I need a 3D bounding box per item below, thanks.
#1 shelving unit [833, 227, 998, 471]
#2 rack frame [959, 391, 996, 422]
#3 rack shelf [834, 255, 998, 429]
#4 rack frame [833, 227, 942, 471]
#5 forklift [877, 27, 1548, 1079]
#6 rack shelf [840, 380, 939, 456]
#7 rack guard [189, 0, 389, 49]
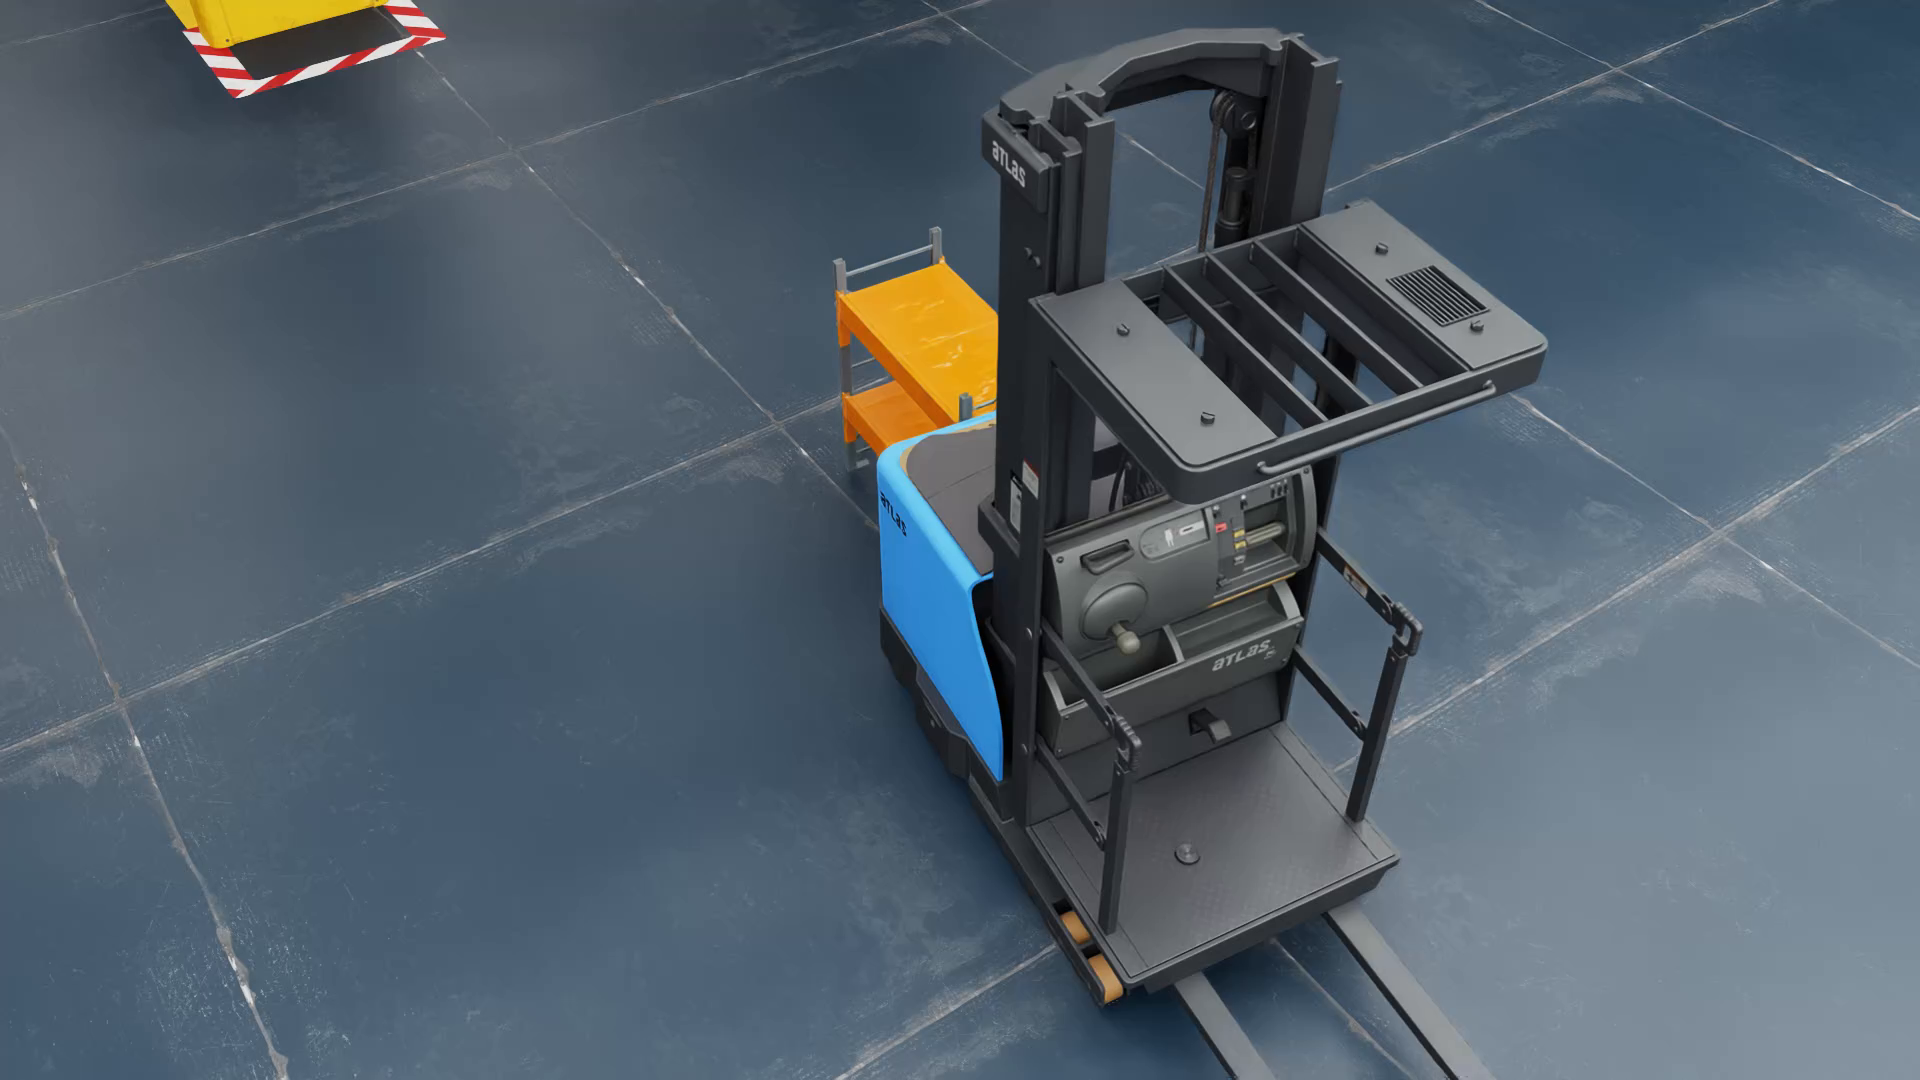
[{"bbox_3d":[-0.040,-0.513,6.964,0.538,1.125,1.048,-22,48,-22],"label":"shelving unit"},{"bbox_3d":[0.218,-0.211,6.647,0.500,1.125,0.032,-22,48,-22],"label":"rack frame"},{"bbox_3d":[-0.040,-0.725,6.762,0.538,0.278,1.000,-22,48,-22],"label":"rack shelf"},{"bbox_3d":[-0.299,-0.815,7.281,0.500,1.125,0.032,-22,48,-22],"label":"rack frame"},{"bbox_3d":[0.796,0.142,4.970,1.130,2.935,3.031,-19,47,-19],"label":"forklift"},{"bbox_3d":[-0.040,-0.336,7.133,0.538,0.278,1.000,-22,48,-22],"label":"rack shelf"},{"bbox_3d":[-4.316,-3.590,10.640,1.175,0.500,0.348,-26,49,-24],"label":"rack guard"}]
